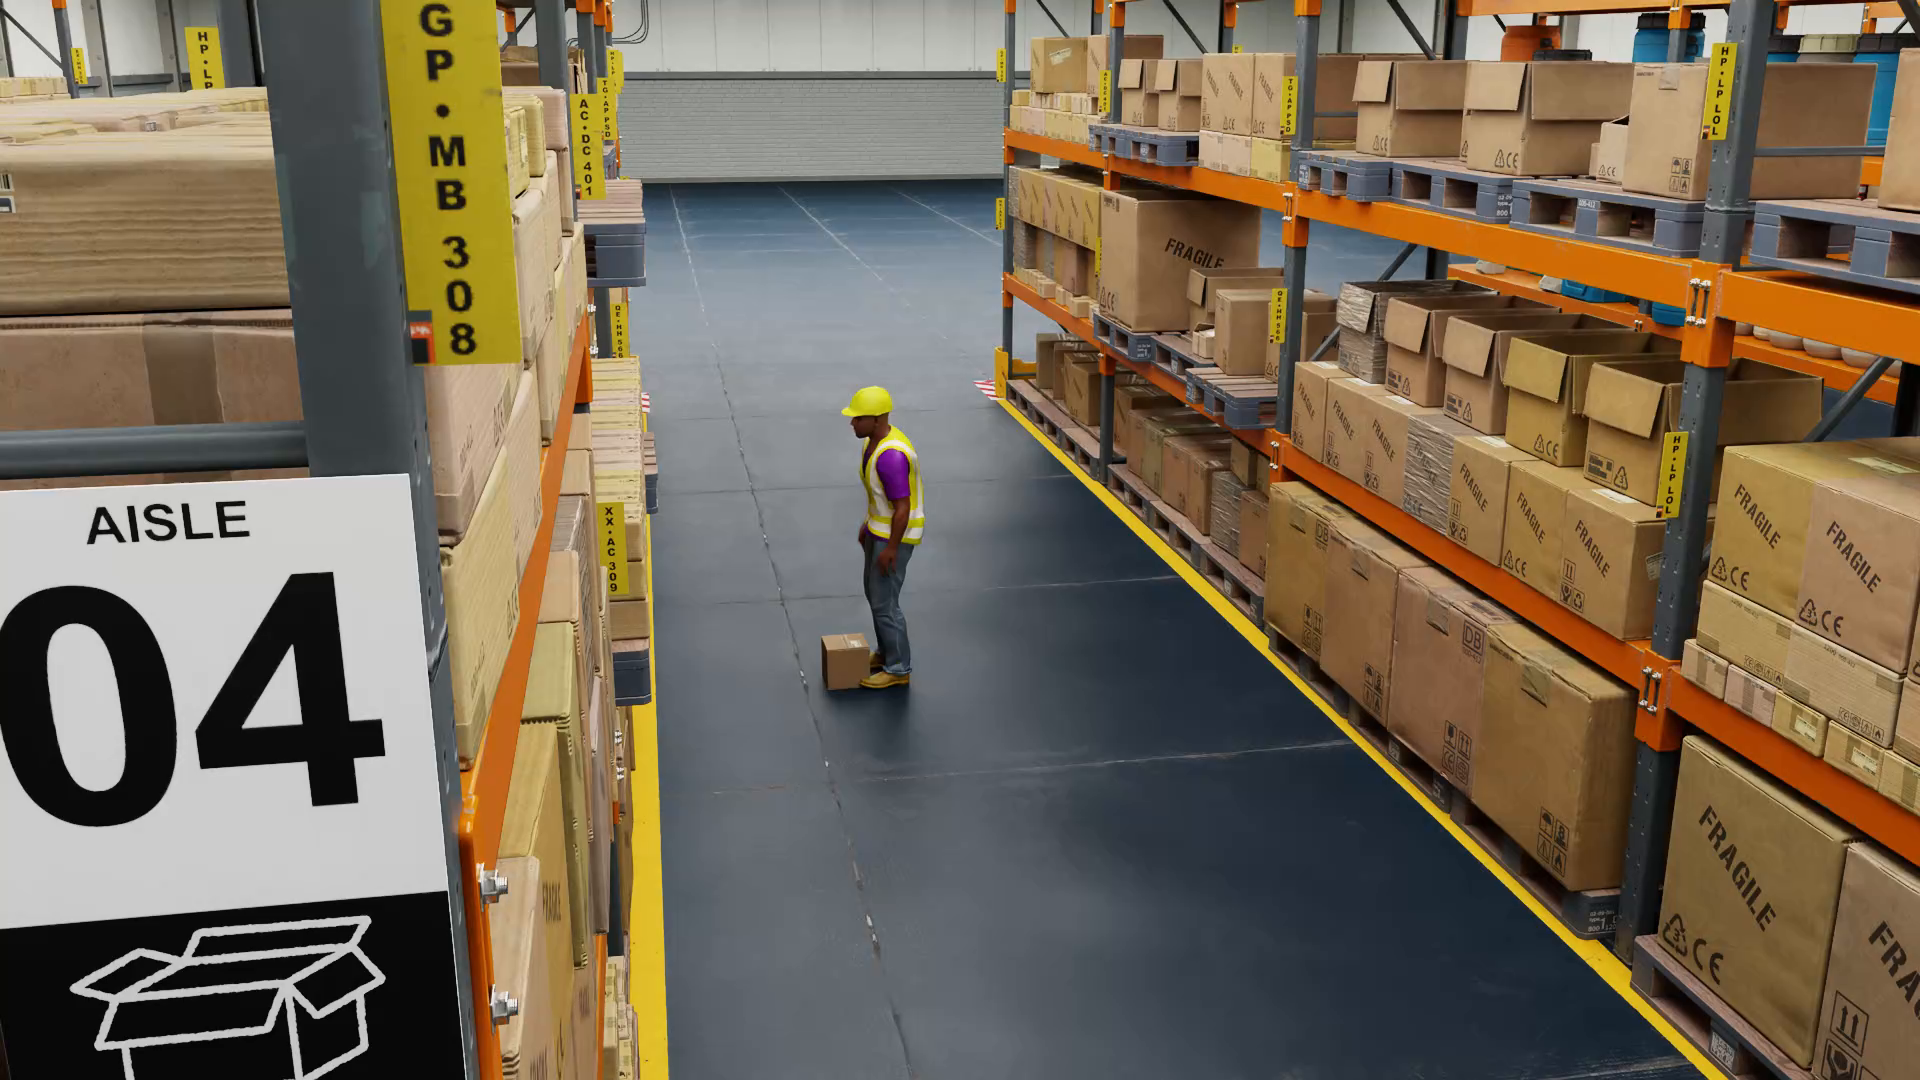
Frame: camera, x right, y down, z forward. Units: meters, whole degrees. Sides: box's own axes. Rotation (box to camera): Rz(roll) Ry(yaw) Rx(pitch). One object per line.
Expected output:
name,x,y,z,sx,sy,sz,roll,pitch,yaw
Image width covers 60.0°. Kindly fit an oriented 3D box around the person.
person,-0.445,-0.023,9.582,0.454,1.761,0.635,-4,17,-13
